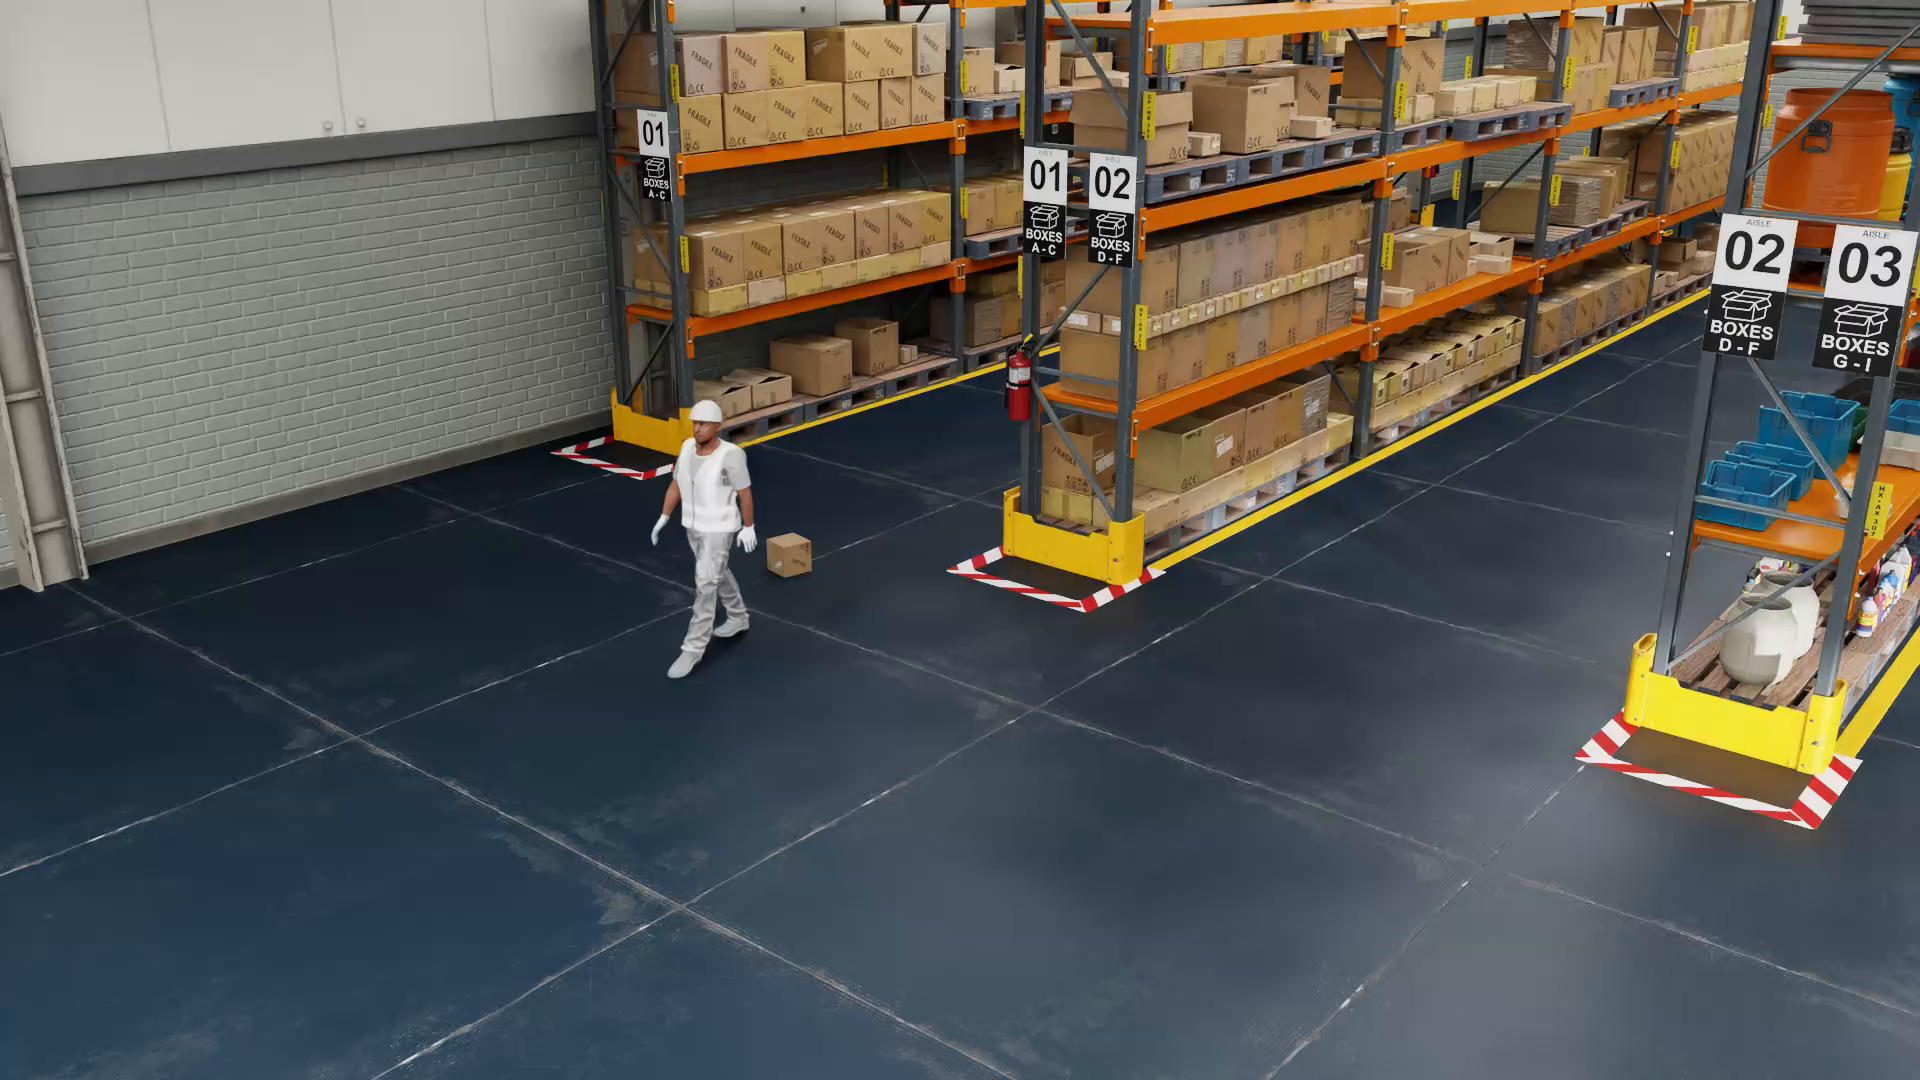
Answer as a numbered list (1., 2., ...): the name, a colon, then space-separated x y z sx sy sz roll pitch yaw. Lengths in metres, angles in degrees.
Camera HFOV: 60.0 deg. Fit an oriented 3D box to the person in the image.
1. person: -1.752 -0.054 11.183 0.567 1.774 0.904 15 25 36
